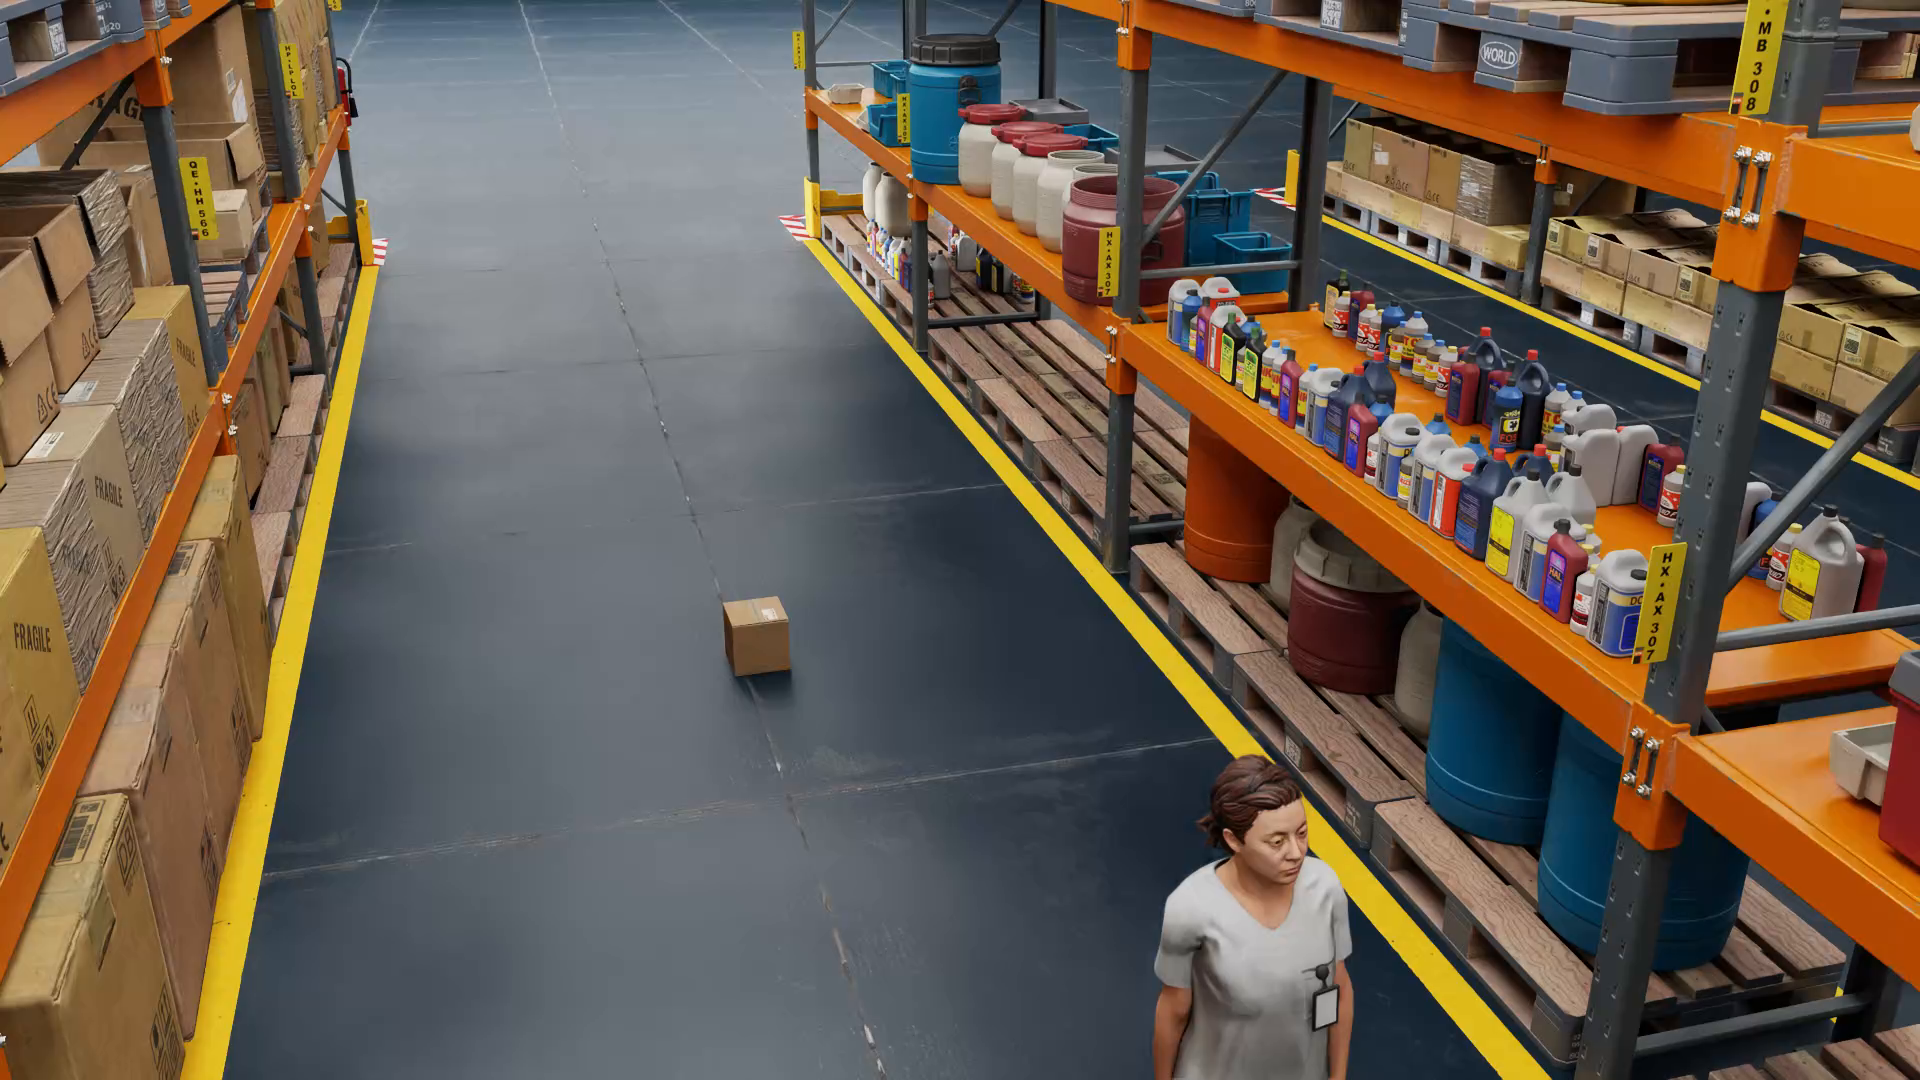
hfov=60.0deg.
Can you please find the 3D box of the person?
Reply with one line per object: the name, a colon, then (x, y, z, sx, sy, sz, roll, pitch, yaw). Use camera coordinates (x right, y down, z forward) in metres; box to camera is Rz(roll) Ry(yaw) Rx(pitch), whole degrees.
person: (0.633, 1.205, 3.737, 0.442, 1.651, 0.765, -7, 24, -16)
